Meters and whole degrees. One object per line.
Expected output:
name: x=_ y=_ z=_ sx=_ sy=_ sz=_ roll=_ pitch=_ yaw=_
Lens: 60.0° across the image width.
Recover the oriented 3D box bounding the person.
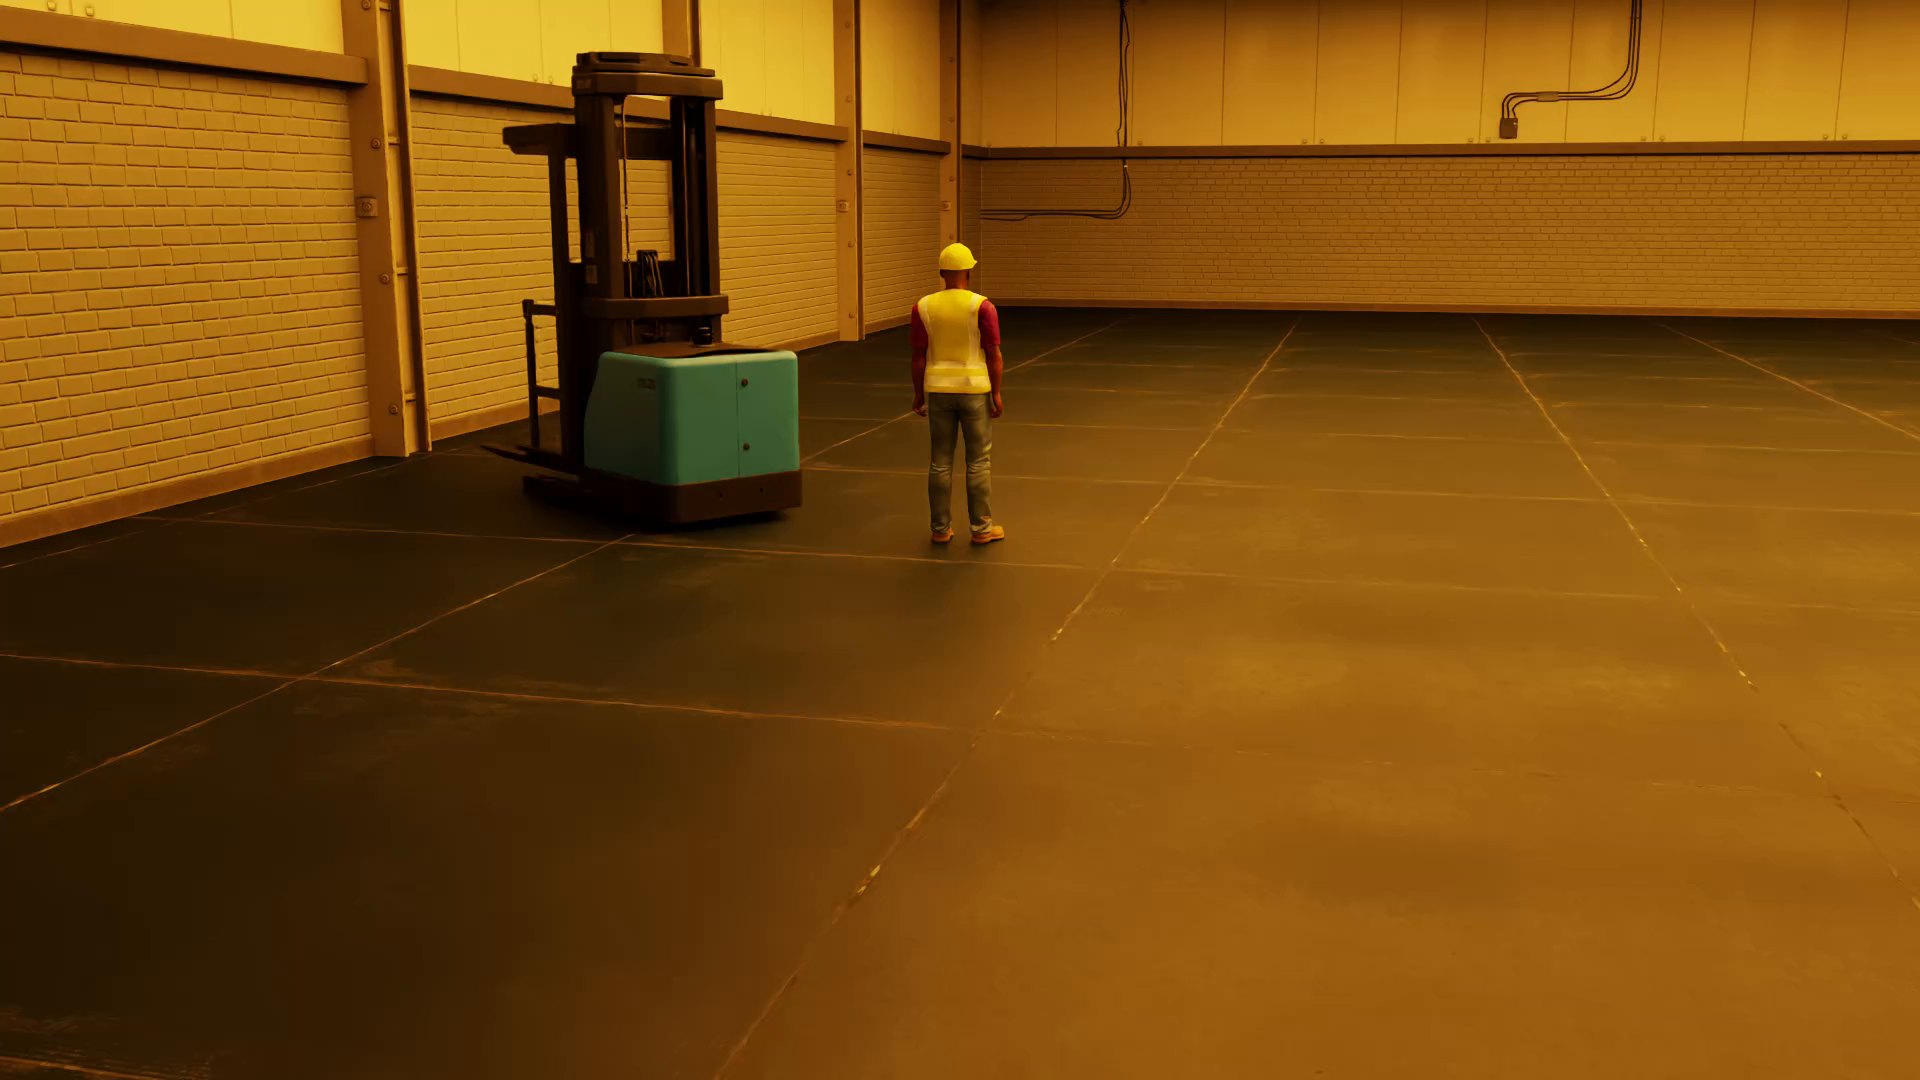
person: x=-0.009 y=-0.866 z=9.895 sx=0.556 sy=1.770 sz=0.388 roll=3 pitch=12 yaw=14

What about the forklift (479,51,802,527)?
forklift: x=-2.371 y=-1.751 z=11.334 sx=1.130 sy=2.935 sz=3.031 roll=-10 pitch=15 yaw=-40
